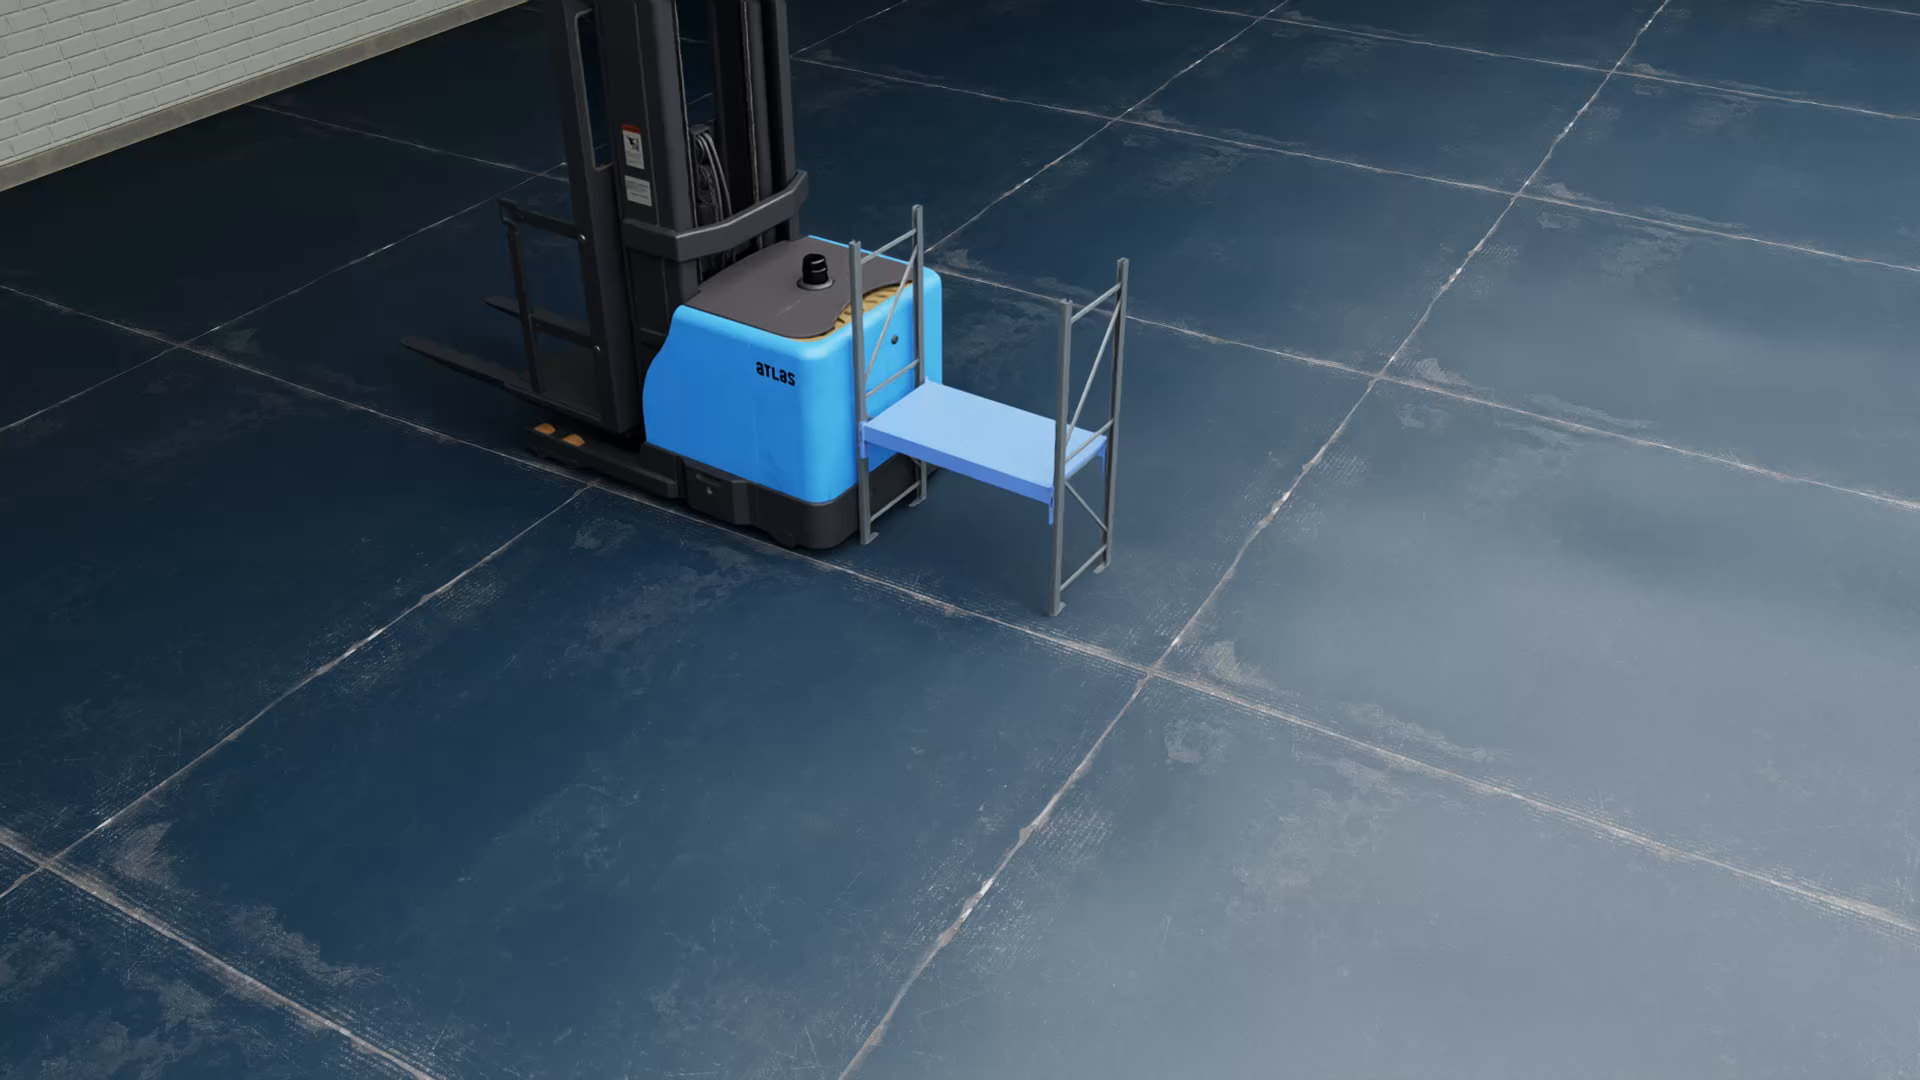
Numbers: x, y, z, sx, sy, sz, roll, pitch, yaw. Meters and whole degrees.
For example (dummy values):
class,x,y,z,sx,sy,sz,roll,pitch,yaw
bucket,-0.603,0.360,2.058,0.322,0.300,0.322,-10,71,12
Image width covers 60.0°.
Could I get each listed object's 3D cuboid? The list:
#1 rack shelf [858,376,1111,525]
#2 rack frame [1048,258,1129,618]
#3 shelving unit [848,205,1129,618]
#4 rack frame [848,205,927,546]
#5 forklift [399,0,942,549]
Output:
class,x,y,z,sx,sy,sz,roll,pitch,yaw
rack shelf,0.112,-0.411,7.339,1.000,0.185,0.538,20,39,27
rack frame,0.535,-0.405,7.005,0.032,1.500,0.500,20,39,27
shelving unit,0.112,-0.561,7.239,1.048,1.500,0.538,20,39,27
rack frame,-0.312,-0.716,7.472,0.032,1.500,0.500,20,39,27
forklift,-1.582,-1.801,7.810,3.031,2.935,1.130,20,39,27
